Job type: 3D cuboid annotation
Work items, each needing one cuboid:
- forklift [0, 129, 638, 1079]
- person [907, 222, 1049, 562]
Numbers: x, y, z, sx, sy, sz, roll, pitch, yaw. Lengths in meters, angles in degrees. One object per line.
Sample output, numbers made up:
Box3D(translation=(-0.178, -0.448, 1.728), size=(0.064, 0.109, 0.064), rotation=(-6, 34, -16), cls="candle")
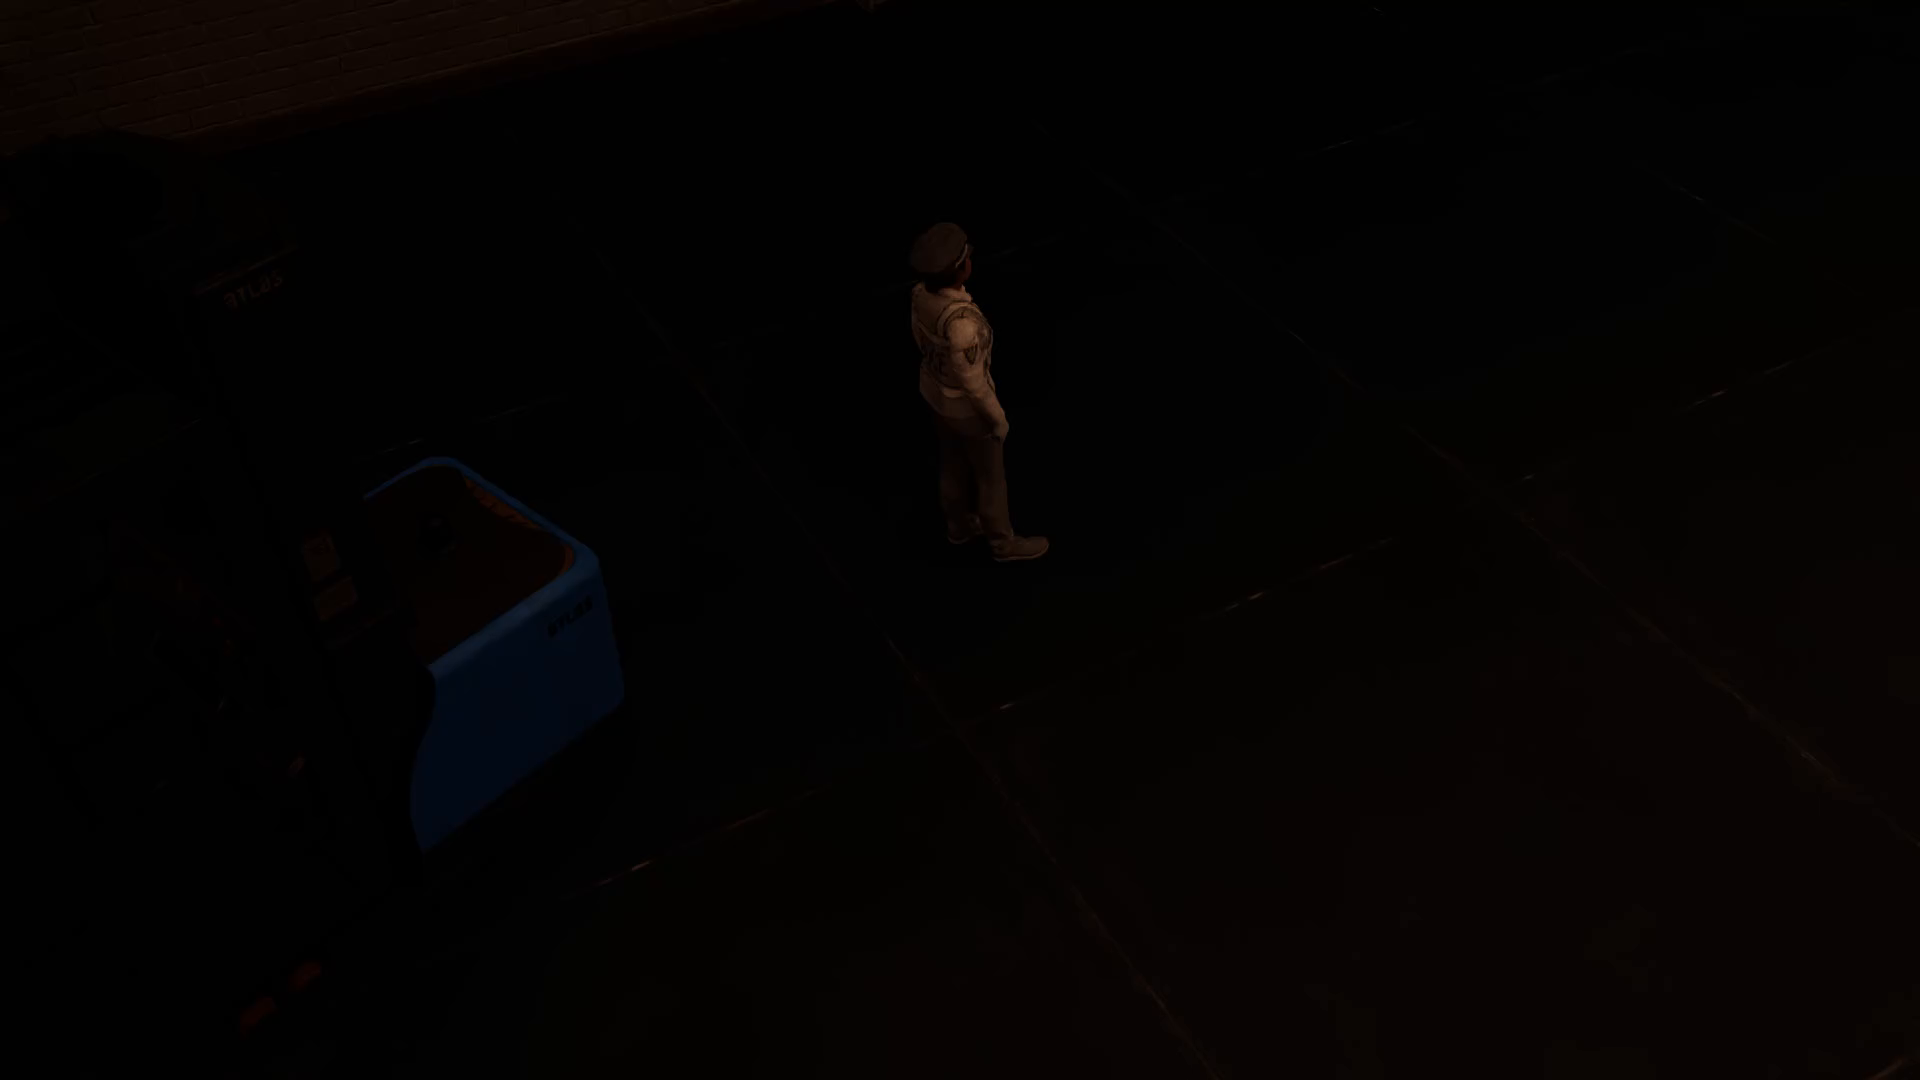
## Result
Box3D(translation=(-2.669, 0.326, 5.346), size=(1.130, 2.935, 3.031), rotation=(30, 50, 28), cls="forklift")
Box3D(translation=(0.062, -0.646, 7.292), size=(0.533, 1.695, 0.586), rotation=(-21, 47, -21), cls="person")
